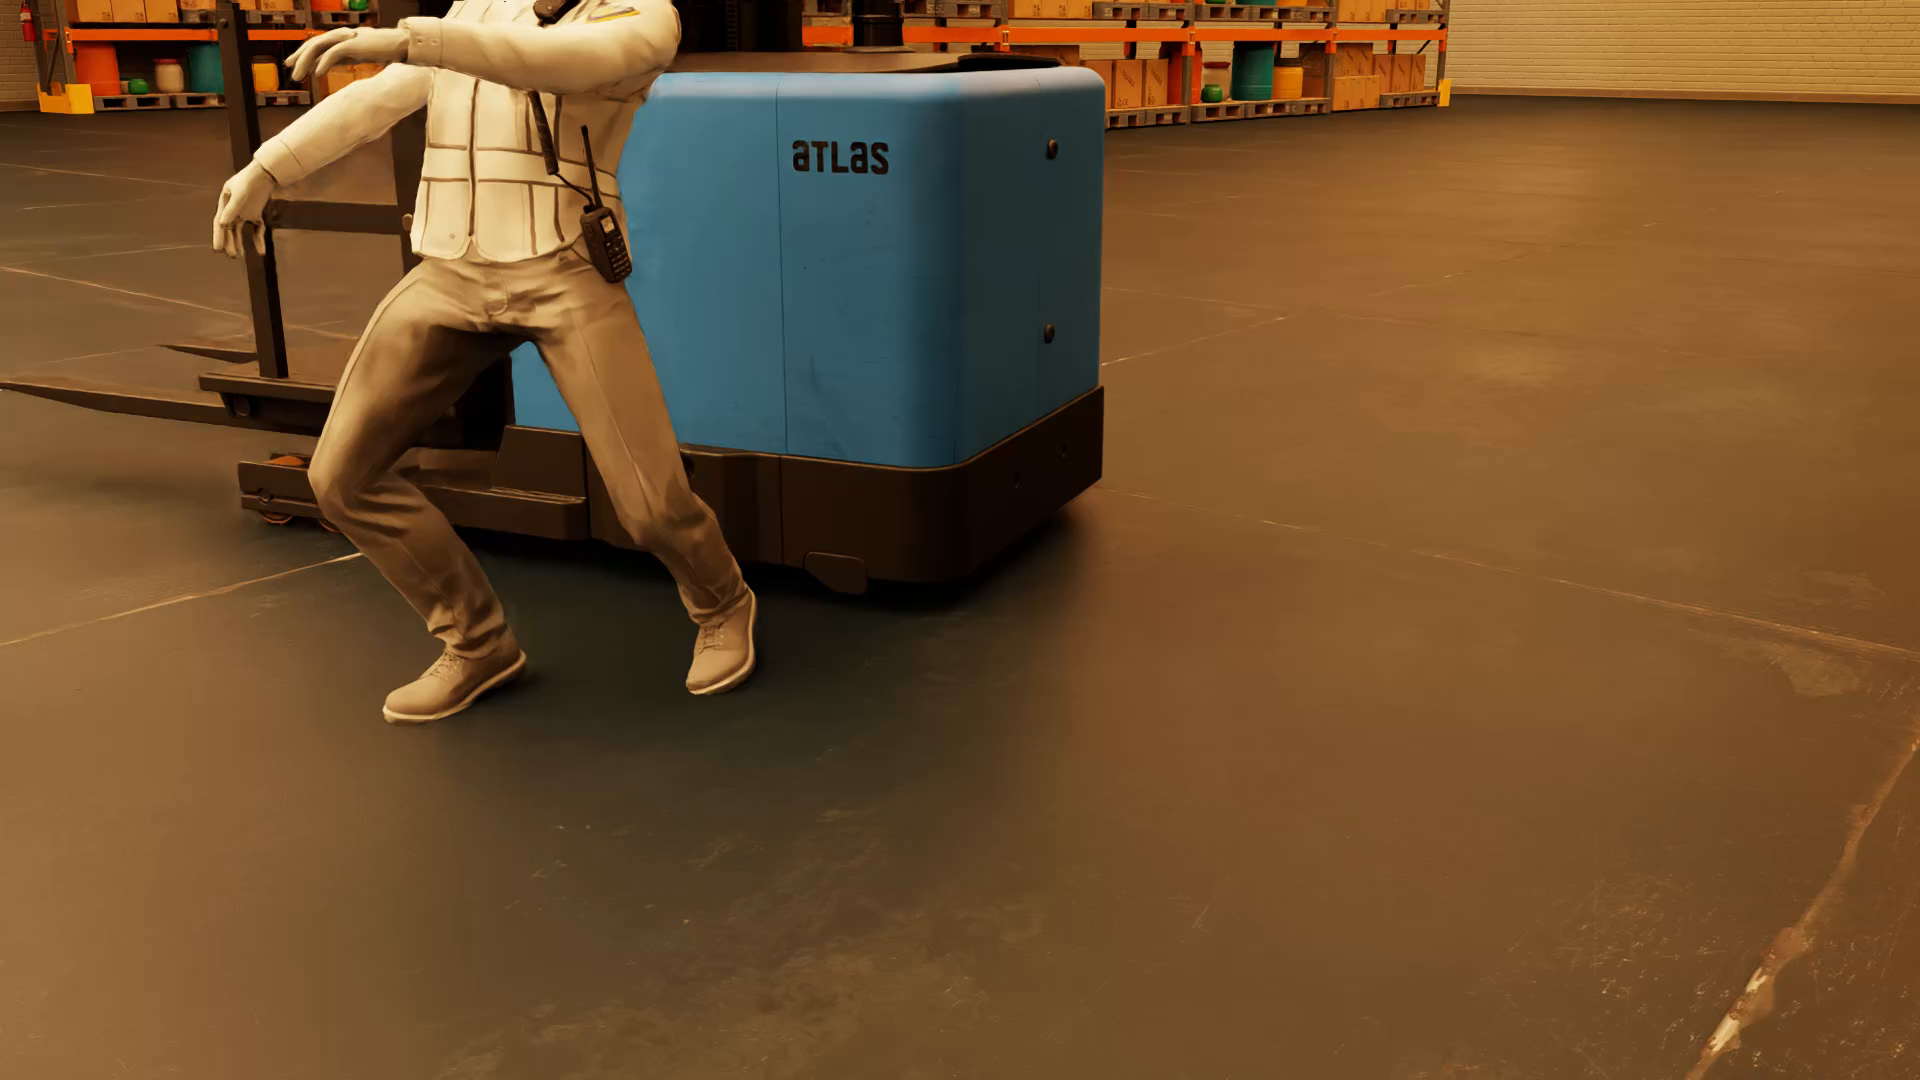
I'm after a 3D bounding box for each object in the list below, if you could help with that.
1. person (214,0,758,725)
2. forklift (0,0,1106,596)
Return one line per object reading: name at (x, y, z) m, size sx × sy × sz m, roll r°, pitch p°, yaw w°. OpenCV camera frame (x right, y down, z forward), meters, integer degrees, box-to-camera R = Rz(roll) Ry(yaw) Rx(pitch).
person at (-0.841, -0.424, 2.775) m, size 0.810 × 1.541 × 0.826 m, roll 6°, pitch 18°, yaw 20°
forklift at (-1.204, -1.550, 4.001) m, size 3.031 × 2.935 × 1.130 m, roll 7°, pitch 18°, yaw 22°
